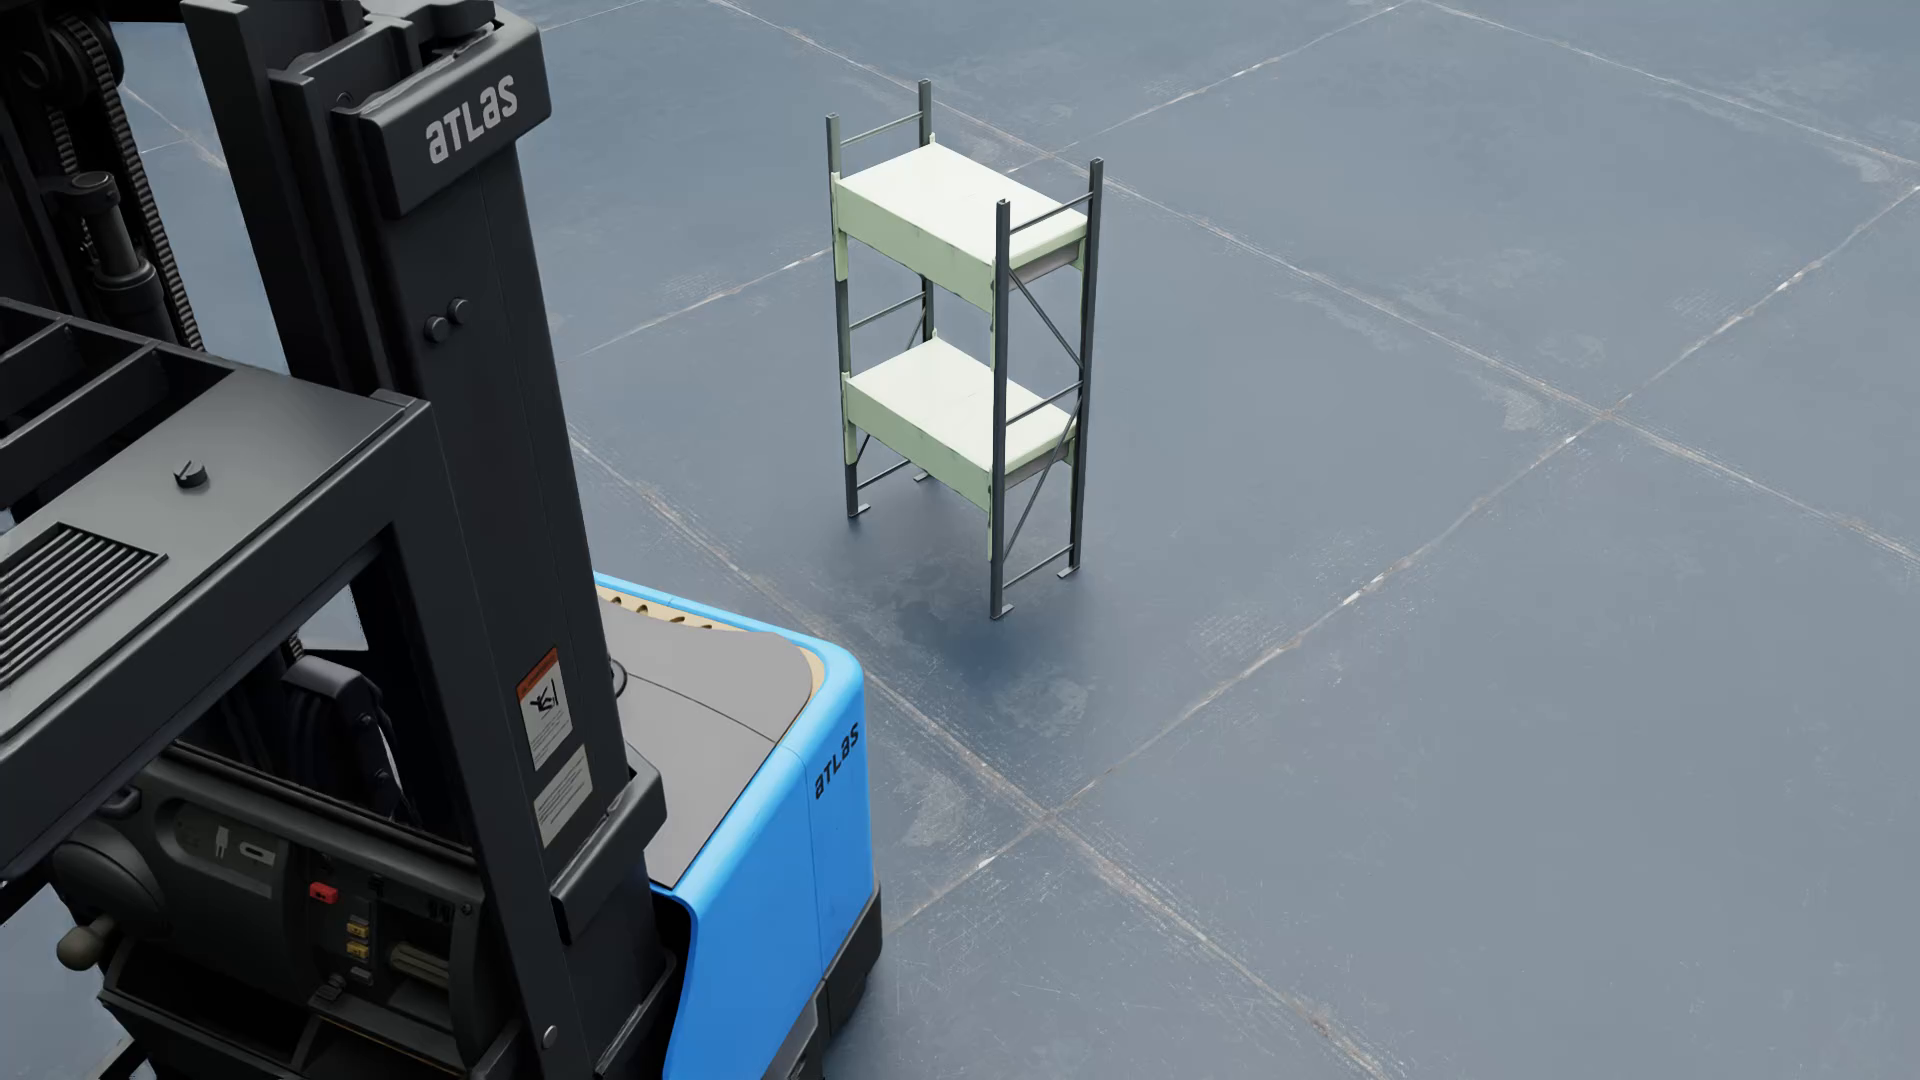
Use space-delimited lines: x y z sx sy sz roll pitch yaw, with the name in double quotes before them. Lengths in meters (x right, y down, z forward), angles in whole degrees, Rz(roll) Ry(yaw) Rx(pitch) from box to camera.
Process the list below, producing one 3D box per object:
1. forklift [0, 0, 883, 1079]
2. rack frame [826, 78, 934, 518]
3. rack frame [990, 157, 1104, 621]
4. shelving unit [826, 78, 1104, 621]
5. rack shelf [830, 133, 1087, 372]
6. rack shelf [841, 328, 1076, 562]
"forklift" -1.252 0.674 2.583 1.130 2.935 3.031 15 41 18
"rack frame" -0.243 -0.750 5.485 0.400 1.500 0.023 -30 48 -32
"rack frame" 0.252 -0.411 5.065 0.400 1.500 0.023 -30 48 -32
"shelving unit" 0.005 -0.580 5.275 0.431 1.500 0.755 -30 48 -32
"rack shelf" 0.005 -0.884 5.030 0.431 0.370 0.720 -30 48 -32
"rack shelf" 0.005 -0.327 5.480 0.431 0.370 0.720 -30 48 -32
